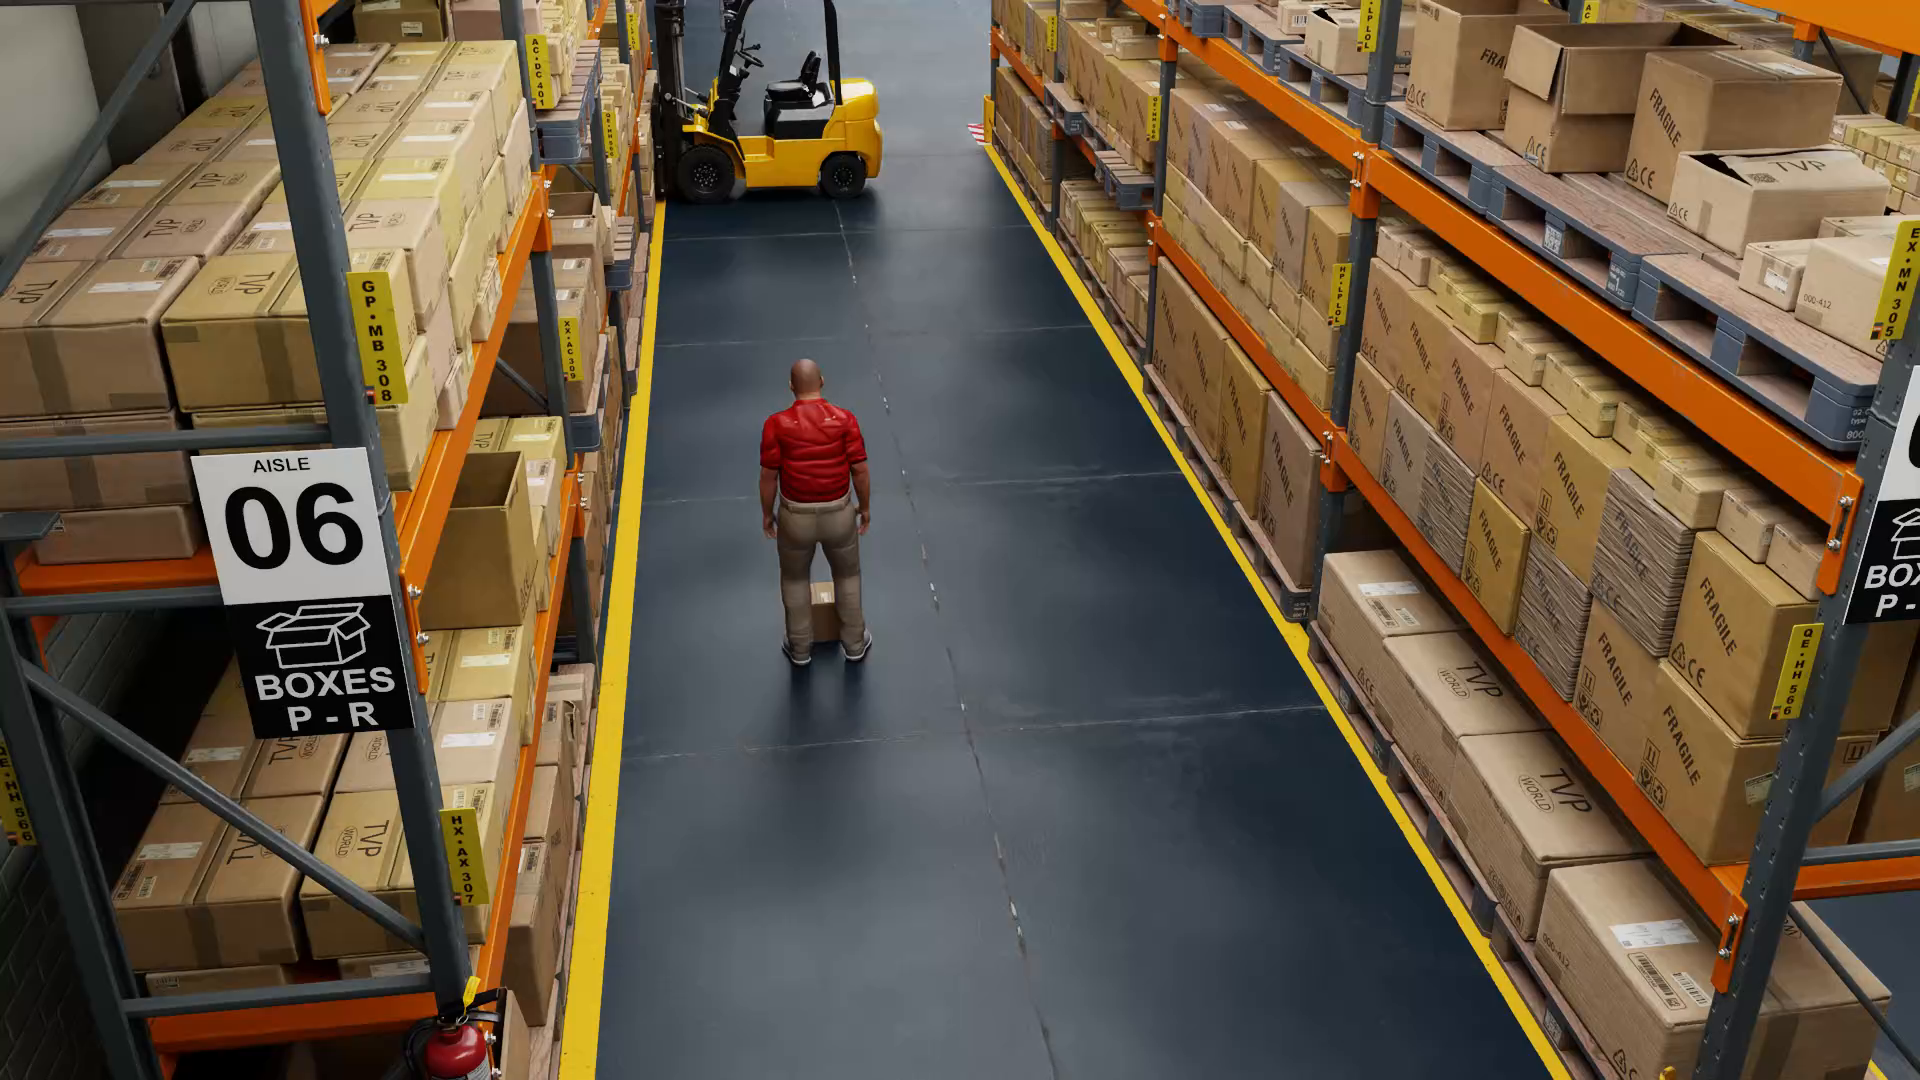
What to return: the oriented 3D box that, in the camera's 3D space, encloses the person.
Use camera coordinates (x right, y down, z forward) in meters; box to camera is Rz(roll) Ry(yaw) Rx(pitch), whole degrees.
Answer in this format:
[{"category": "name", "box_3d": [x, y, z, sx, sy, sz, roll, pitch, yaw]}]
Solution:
[{"category": "person", "box_3d": [-0.768, -0.134, 8.896, 0.586, 1.726, 0.396, -3, 27, -7]}]
